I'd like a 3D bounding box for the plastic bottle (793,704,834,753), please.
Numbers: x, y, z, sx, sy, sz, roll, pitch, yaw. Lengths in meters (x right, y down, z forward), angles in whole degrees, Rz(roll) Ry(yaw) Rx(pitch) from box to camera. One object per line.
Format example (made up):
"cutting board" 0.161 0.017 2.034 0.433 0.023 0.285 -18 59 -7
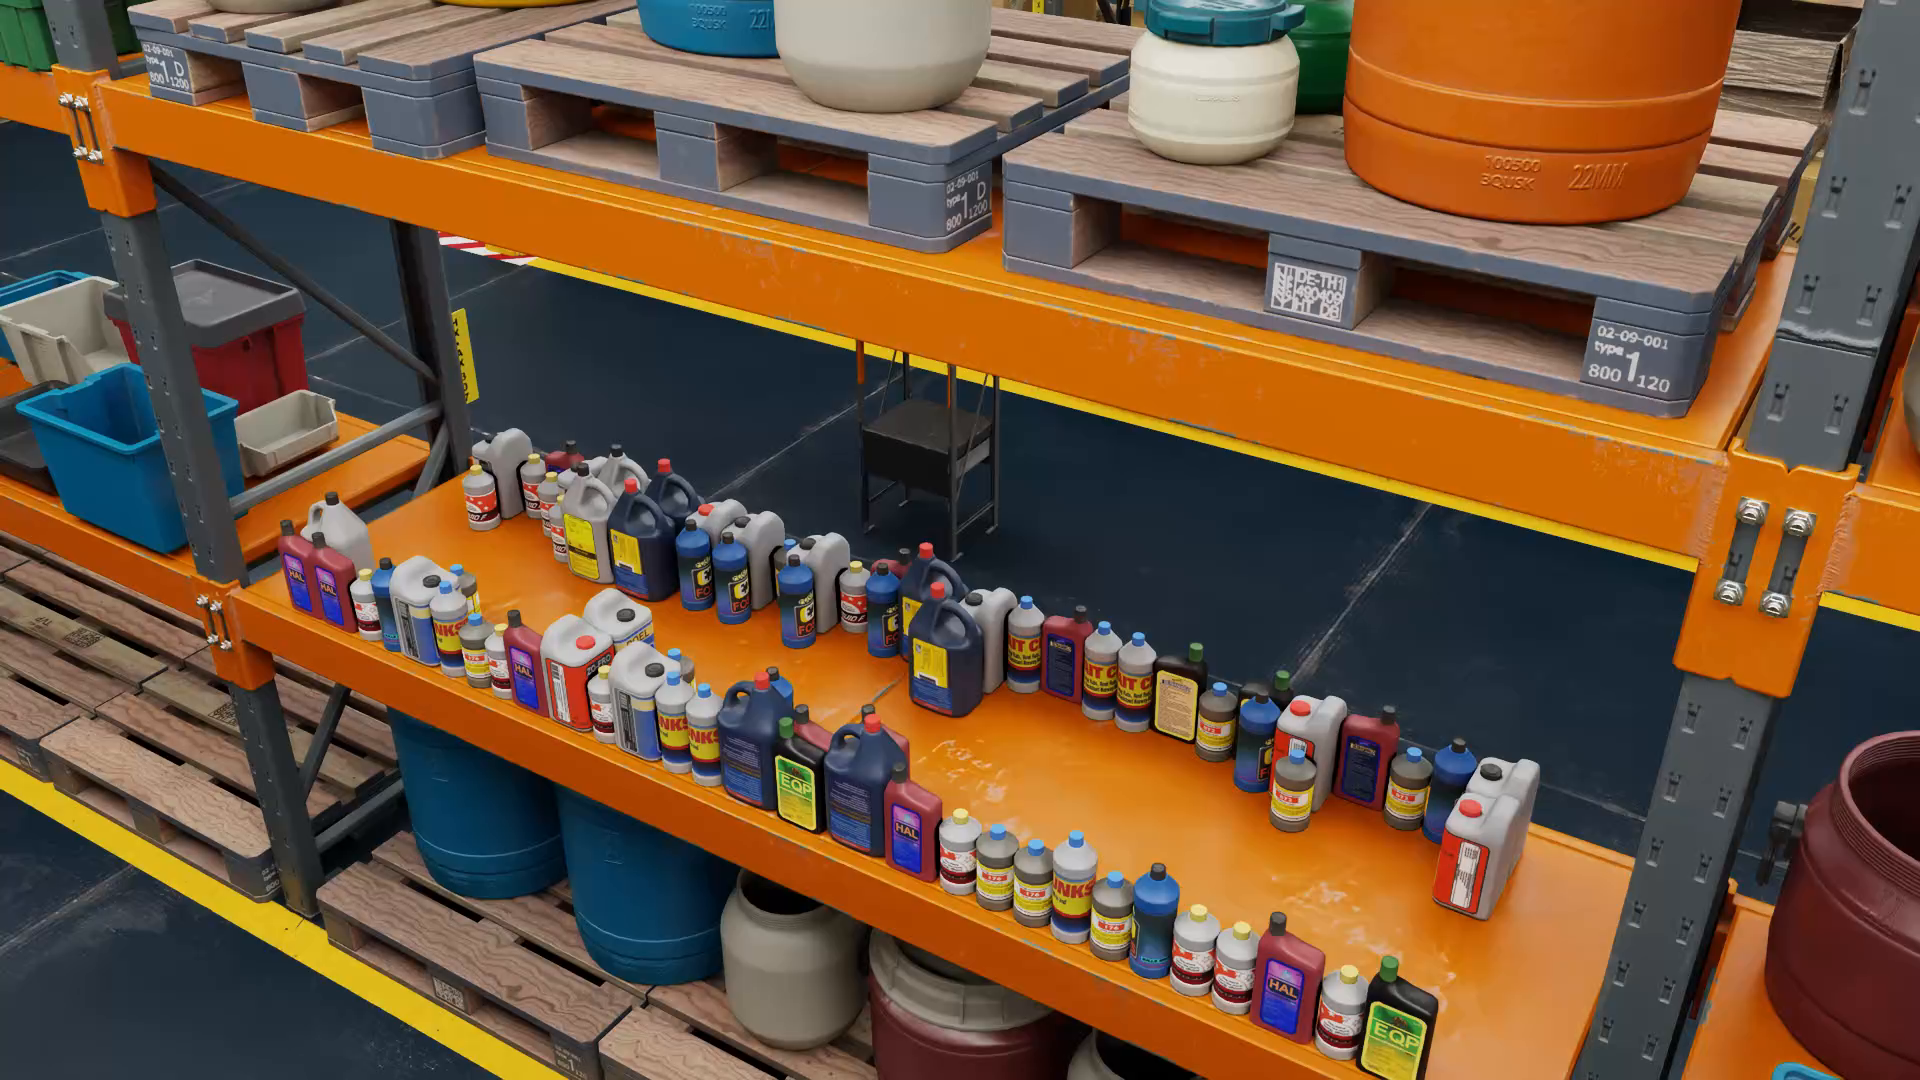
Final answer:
"plastic bottle" -0.343 0.529 3.982 0.133 0.283 0.061 18 35 27

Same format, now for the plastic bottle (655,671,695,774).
"plastic bottle" -0.703 0.446 4.137 0.097 0.271 0.097 0 30 0

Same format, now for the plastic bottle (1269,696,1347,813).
"plastic bottle" 0.845 0.498 4.043 0.135 0.276 0.152 18 35 27

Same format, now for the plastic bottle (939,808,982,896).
"plastic bottle" 0.001 0.699 3.773 0.097 0.201 0.097 0 30 0

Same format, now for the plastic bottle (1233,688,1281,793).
"plastic bottle" 0.729 0.483 4.073 0.097 0.271 0.097 0 30 0

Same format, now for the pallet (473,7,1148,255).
"pallet" -0.278 -0.992 3.685 1.213 0.211 1.003 18 35 27

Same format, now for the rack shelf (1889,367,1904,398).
"rack shelf" 5.759 -0.445 6.250 4.000 0.370 1.077 18 35 27

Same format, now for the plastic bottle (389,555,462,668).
"plastic bottle" -1.457 0.189 4.573 0.135 0.276 0.152 18 35 27

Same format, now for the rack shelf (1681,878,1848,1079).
"rack shelf" 3.125 1.669 2.627 4.000 0.370 1.077 18 35 27

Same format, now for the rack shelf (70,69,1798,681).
"rack shelf" -0.263 -0.698 3.708 4.000 0.370 1.077 18 35 27

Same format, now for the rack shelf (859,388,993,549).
"rack shelf" -0.140 -0.335 7.657 0.480 0.518 0.431 18 35 27

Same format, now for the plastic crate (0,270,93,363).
"plastic crate" -3.469 -0.834 6.309 0.300 0.233 0.416 18 35 27

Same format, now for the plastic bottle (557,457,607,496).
"plastic bottle" -1.141 -0.130 5.120 0.135 0.276 0.152 18 35 27

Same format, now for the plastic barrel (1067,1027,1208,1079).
"plastic barrel" 0.482 1.479 4.291 0.421 0.512 0.421 0 30 0

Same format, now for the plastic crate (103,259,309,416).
"plastic crate" -2.579 -0.649 5.763 0.583 0.464 0.402 18 35 27

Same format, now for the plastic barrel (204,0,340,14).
"plastic barrel" -1.644 -1.537 3.880 0.433 0.535 0.433 0 30 0

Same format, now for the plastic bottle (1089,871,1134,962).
"plastic bottle" 0.331 0.803 3.594 0.097 0.201 0.097 0 30 0

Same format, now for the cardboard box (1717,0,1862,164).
"cardboard box" 3.454 -1.971 7.057 0.637 0.503 0.797 19 35 29

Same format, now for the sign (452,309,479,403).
"sign" -1.662 -0.603 5.532 0.005 0.325 0.100 18 35 27

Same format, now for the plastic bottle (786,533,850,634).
"plastic bottle" -0.404 0.103 4.720 0.135 0.276 0.152 18 35 27

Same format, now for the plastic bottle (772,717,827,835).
"plastic bottle" -0.376 0.555 3.938 0.133 0.283 0.061 18 35 27

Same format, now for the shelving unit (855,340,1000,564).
"shelving unit" -0.140 -0.951 7.297 0.503 2.100 0.431 18 35 27

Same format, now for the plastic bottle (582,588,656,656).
"plastic bottle" -0.902 0.274 4.427 0.135 0.276 0.152 18 35 27

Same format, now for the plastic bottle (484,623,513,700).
"plastic bottle" -1.208 0.316 4.429 0.097 0.201 0.097 0 30 0

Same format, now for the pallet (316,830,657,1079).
"pallet" -1.325 1.180 5.518 1.213 0.211 1.003 18 35 27

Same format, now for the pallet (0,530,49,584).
"pallet" -4.667 0.121 7.333 1.213 0.211 1.003 18 35 27

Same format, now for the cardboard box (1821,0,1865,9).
"cardboard box" 5.697 -3.526 10.650 0.250 0.149 0.380 18 35 28

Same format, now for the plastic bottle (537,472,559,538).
"plastic bottle" -1.257 -0.115 5.167 0.097 0.201 0.097 0 30 0

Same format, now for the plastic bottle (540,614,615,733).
"plastic bottle" -0.983 0.339 4.315 0.135 0.276 0.152 18 35 27

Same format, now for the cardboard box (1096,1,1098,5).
"cardboard box" 1.064 -4.591 14.465 0.250 0.149 0.380 17 34 26

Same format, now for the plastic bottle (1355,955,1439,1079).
"plastic bottle" 0.862 0.946 3.267 0.133 0.283 0.061 18 35 27

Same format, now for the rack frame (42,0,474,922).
"rack frame" -1.956 -0.249 5.201 0.127 3.000 1.000 18 35 27

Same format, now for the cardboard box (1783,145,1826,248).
"cardboard box" 3.515 -1.361 7.007 0.500 0.500 0.500 19 35 29

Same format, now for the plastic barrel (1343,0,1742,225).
"plastic barrel" 0.952 -0.994 2.657 0.708 0.830 0.600 18 35 27

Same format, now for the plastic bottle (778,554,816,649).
"plastic bottle" -0.454 0.163 4.621 0.097 0.271 0.097 0 30 0

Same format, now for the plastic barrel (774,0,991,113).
"plastic barrel" -0.150 -1.124 3.172 0.433 0.535 0.433 0 30 0

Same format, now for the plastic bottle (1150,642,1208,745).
"plastic bottle" 0.560 0.378 4.242 0.133 0.283 0.061 18 35 27

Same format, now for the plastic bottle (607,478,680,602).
"plastic bottle" -0.924 -0.010 4.840 0.185 0.351 0.144 18 35 27

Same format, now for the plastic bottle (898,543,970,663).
"plastic bottle" -0.071 0.174 4.524 0.185 0.351 0.144 18 35 27

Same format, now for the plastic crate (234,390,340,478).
"plastic crate" -2.275 -0.347 5.570 0.243 0.136 0.396 18 35 27

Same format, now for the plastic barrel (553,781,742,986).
"plastic barrel" -0.905 0.818 5.036 0.708 0.901 0.600 18 35 27

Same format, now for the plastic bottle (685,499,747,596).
"plastic bottle" -0.714 0.005 4.888 0.135 0.276 0.152 18 35 27

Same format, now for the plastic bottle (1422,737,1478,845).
"plastic bottle" 1.153 0.581 3.905 0.097 0.271 0.097 0 30 0

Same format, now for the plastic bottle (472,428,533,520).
"plastic bottle" -1.451 -0.228 5.287 0.135 0.276 0.152 18 35 27

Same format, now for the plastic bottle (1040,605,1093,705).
"plastic bottle" 0.282 0.290 4.392 0.133 0.283 0.061 18 35 27

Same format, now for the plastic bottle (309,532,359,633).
"plastic bottle" -1.760 0.117 4.688 0.133 0.283 0.061 18 35 27

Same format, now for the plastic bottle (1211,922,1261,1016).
"plastic bottle" 0.579 0.881 3.460 0.097 0.201 0.097 0 30 0
